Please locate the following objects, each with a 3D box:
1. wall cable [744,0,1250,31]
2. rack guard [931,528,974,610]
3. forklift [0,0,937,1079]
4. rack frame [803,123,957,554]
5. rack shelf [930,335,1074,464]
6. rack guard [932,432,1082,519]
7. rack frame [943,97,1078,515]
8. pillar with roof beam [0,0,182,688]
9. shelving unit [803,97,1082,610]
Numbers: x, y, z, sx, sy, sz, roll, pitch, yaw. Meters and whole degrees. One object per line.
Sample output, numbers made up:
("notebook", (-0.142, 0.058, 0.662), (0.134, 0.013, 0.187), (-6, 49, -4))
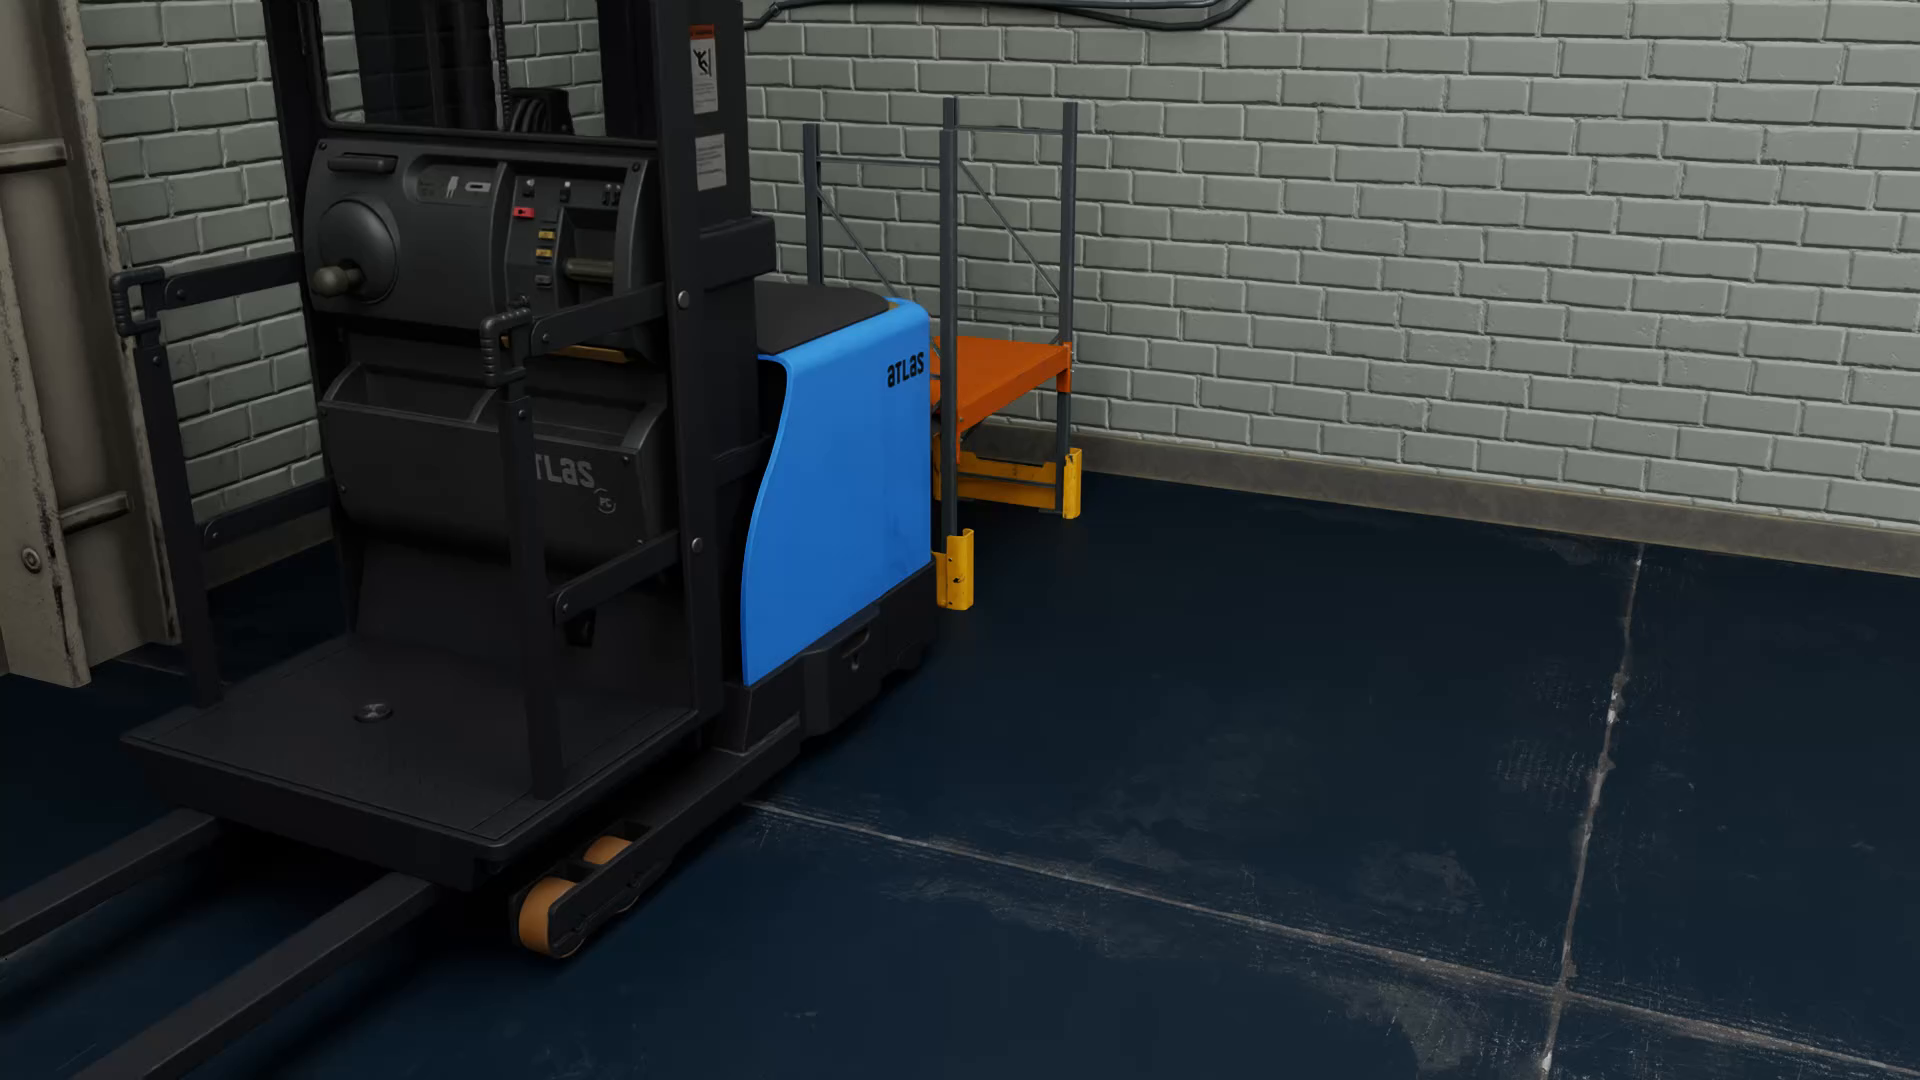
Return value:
("wall cable", (-0.271, -3.169, 6.083), (3.097, 2.526, 0.112), (9, 21, 23))
("rack guard", (-0.235, 0.058, 5.433), (0.587, 0.250, 0.087), (9, 21, 23))
("forklift", (-1.172, -0.670, 3.479), (1.130, 2.935, 3.031), (9, 22, 25))
("rack frame", (-0.243, -0.525, 5.207), (0.500, 1.500, 0.032), (9, 21, 23))
("rack shelf", (-0.035, -0.511, 5.704), (0.538, 0.185, 1.000), (9, 21, 23))
("rack guard", (0.173, -0.247, 6.289), (0.587, 0.250, 0.087), (9, 21, 23))
("rack frame", (0.173, -0.836, 6.081), (0.500, 1.500, 0.032), (9, 21, 23))
("pillar with roof beam", (1.331, -3.305, 1.832), (9.100, 9.000, 0.400), (9, 21, 23))
("shelving unit", (-0.031, -0.683, 5.652), (0.587, 1.500, 1.083), (9, 21, 23))
